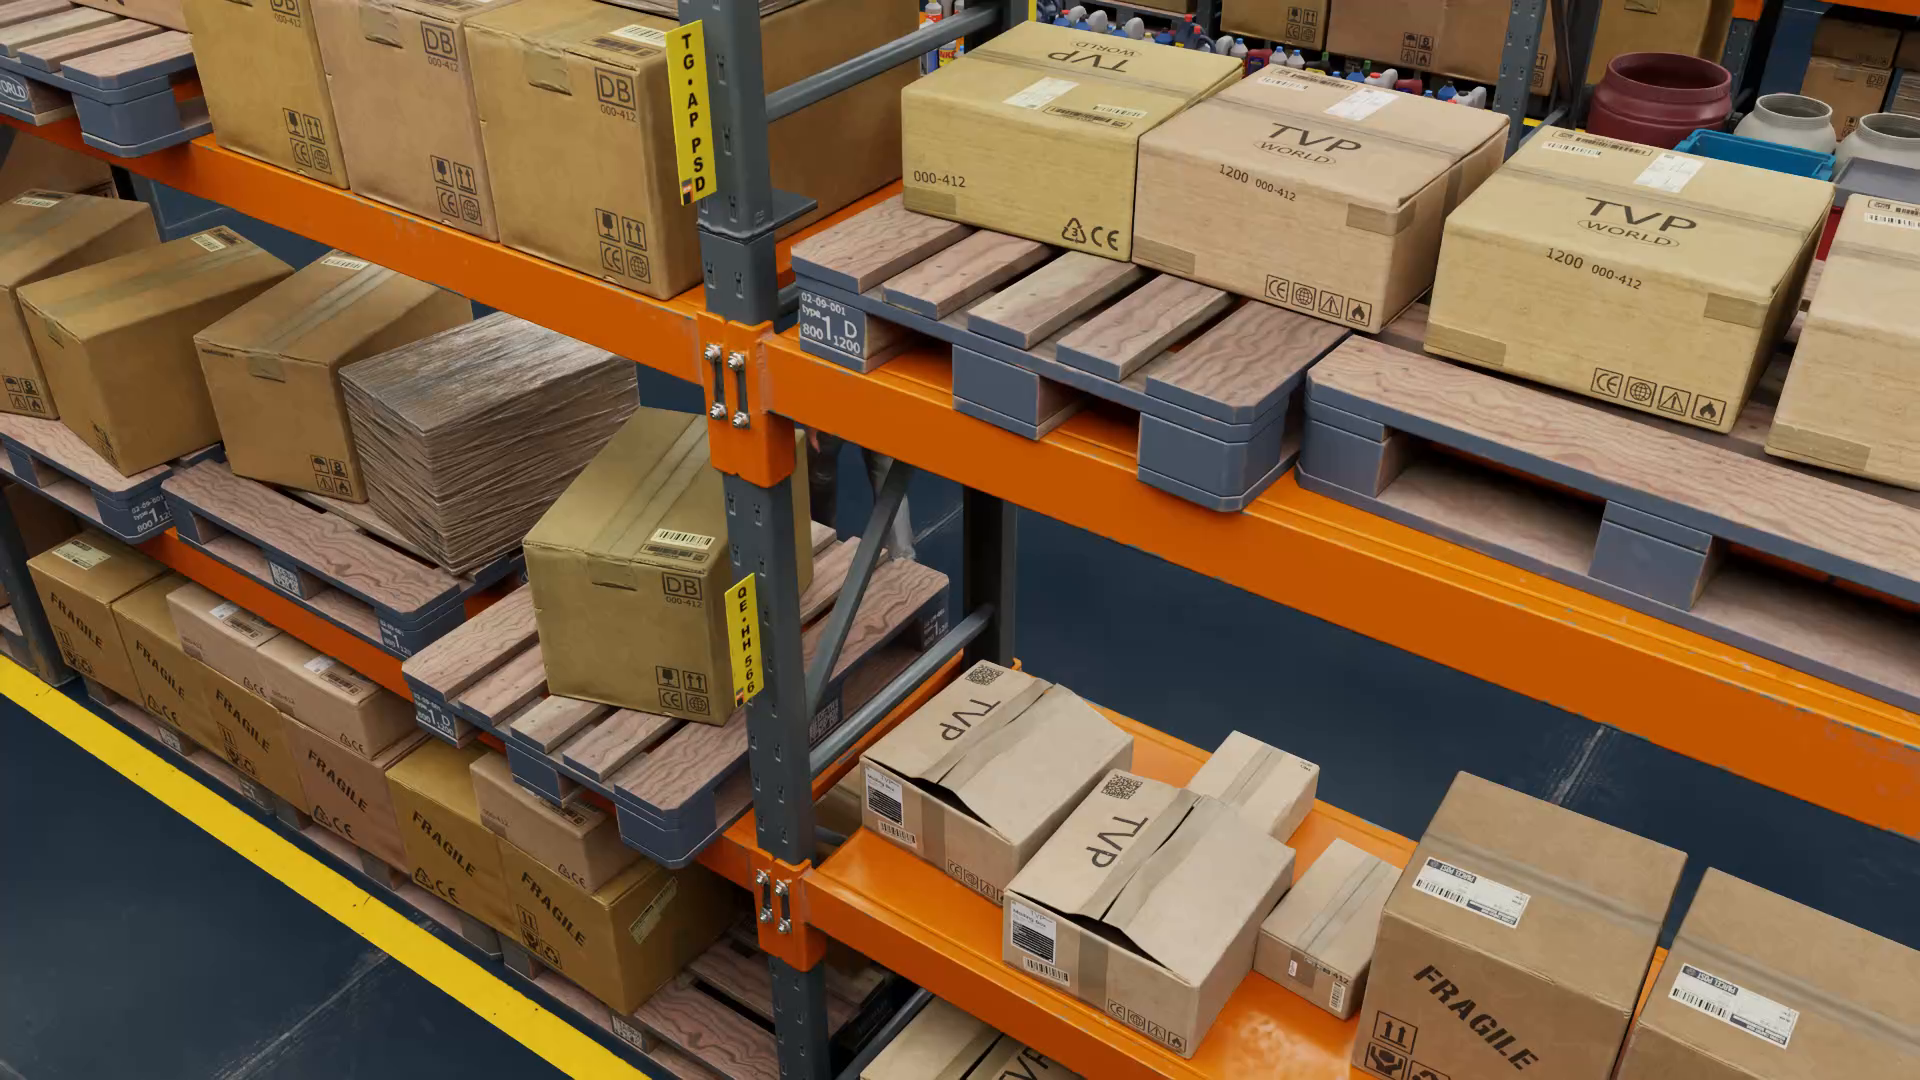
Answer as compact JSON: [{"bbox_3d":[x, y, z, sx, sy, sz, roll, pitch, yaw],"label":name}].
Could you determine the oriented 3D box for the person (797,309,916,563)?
[{"bbox_3d":[-0.469,-0.674,7.105,0.547,1.741,0.884,-16,38,-22],"label":"person"}]
